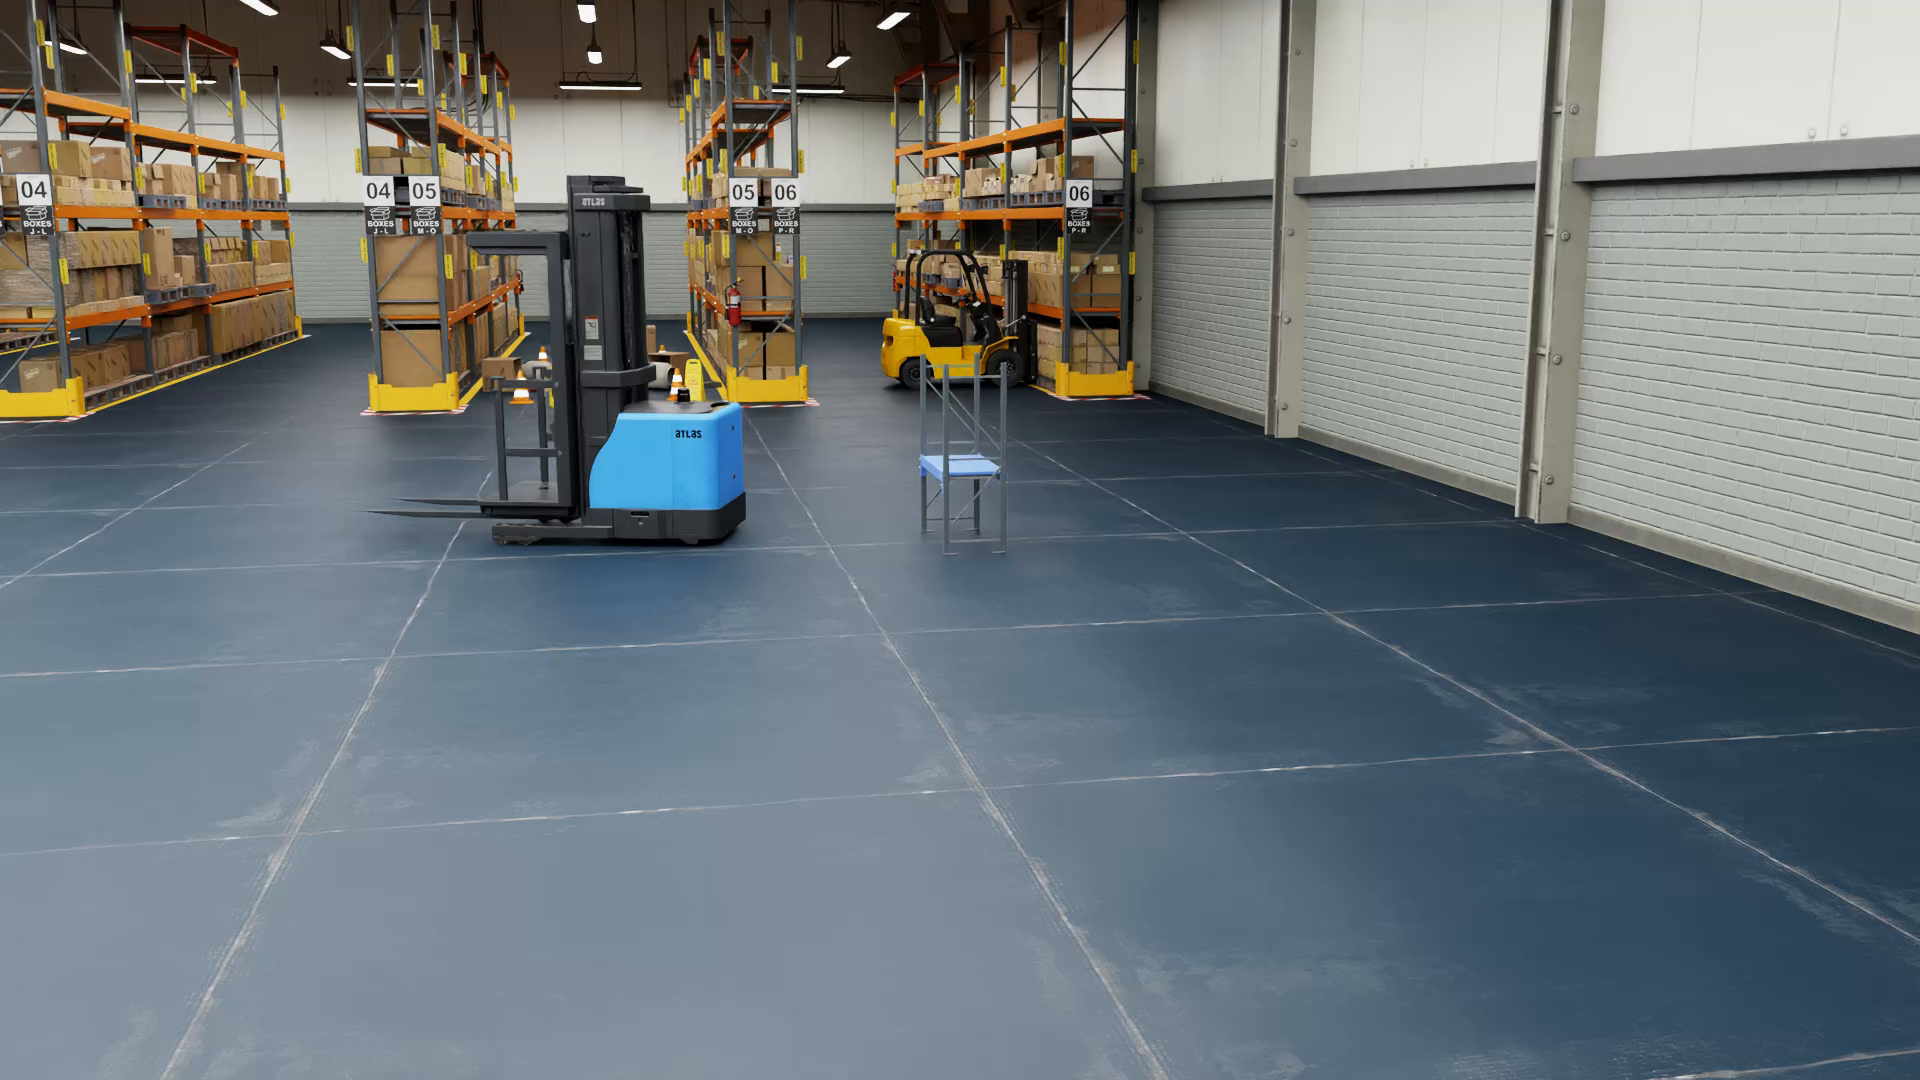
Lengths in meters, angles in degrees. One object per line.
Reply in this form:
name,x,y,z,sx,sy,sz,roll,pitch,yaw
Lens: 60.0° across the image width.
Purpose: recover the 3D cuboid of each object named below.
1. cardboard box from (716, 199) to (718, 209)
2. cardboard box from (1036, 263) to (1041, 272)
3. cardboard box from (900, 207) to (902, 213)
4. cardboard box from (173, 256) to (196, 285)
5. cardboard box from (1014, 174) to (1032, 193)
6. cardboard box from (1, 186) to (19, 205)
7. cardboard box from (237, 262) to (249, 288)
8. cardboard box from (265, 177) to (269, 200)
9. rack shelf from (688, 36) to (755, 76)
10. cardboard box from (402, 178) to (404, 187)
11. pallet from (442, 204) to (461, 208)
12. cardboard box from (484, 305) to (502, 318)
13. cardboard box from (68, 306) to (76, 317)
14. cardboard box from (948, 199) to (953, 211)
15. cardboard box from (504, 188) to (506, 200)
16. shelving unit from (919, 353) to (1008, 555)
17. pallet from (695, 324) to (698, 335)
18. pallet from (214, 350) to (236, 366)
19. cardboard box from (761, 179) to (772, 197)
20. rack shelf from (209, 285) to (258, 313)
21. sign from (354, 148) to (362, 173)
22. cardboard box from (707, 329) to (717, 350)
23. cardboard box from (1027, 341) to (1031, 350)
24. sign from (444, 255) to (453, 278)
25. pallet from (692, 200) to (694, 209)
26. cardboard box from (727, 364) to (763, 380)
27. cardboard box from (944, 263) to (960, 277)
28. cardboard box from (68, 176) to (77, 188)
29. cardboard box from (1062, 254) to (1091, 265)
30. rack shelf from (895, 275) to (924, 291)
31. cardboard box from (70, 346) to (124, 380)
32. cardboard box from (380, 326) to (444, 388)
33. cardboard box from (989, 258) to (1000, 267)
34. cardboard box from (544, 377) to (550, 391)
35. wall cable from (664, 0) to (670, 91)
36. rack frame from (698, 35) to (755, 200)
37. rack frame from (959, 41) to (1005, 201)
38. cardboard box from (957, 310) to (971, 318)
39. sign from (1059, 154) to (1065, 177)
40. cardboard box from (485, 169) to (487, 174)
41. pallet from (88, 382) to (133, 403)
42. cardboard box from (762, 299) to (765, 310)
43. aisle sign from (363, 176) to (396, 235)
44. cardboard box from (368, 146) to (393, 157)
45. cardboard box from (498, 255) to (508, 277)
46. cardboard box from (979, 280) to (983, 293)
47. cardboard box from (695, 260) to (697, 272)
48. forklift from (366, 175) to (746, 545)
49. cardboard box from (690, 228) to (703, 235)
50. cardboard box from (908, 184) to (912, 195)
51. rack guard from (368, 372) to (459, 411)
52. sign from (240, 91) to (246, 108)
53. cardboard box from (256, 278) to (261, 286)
cardboard box,-3.785,-5.484,27.135,0.380,0.149,0.250,-2,11,-11
cardboard box,1.432,-4.353,26.542,0.380,0.149,0.250,-2,11,-11
cardboard box,-1.230,-7.915,39.909,0.380,0.149,0.250,-2,11,-10
cardboard box,-13.746,-4.682,28.883,0.700,0.500,0.500,0,11,-3
cardboard box,1.193,-5.955,27.786,0.500,0.311,0.500,-2,11,-10
cardboard box,-12.884,-4.635,22.404,0.500,0.250,0.500,-2,11,-10
cardboard box,-14.427,-5.239,32.932,0.500,0.500,0.500,-2,11,-9
cardboard box,-15.508,-7.667,36.278,0.700,0.500,0.500,-3,11,-13
rack shelf,-4.765,-9.577,32.980,1.077,0.370,4.000,-2,11,-11
cardboard box,-8.251,-5.159,24.036,0.380,0.149,0.250,-2,11,-12
pallet,-8.661,-5.597,27.571,0.805,0.209,1.217,-3,11,-13
cardboard box,-9.394,-4.547,33.119,0.500,0.250,0.500,-3,11,-14
cardboard box,-12.392,-3.140,22.843,0.380,0.149,0.250,-2,11,-11
cardboard box,0.055,-6.742,33.475,0.500,0.250,0.500,-2,11,-11
cardboard box,-9.941,-7.353,35.346,0.500,0.250,0.500,-2,11,-11
shelving unit,0.017,-0.721,13.474,0.538,1.500,1.048,-2,11,-11
pallet,-5.700,-4.937,39.071,1.003,0.211,1.213,-2,11,-11
pallet,-14.176,-3.401,30.998,1.003,0.211,1.213,-2,11,-11
cardboard box,-2.657,-5.164,24.389,0.500,0.250,0.500,-2,11,-12
rack shelf,-14.486,-4.637,31.958,1.077,0.370,4.000,-2,11,-11
sign,-8.191,-5.170,22.659,0.100,0.325,0.005,-2,11,-11
cardboard box,-4.276,-3.795,31.517,0.950,0.372,0.625,-3,11,-15
cardboard box,1.345,-3.155,27.142,0.500,0.250,0.500,-2,11,-11
sign,-7.111,-3.801,23.117,0.100,0.325,0.005,-2,11,-11
pallet,-5.303,-7.297,36.230,1.003,0.211,1.213,-2,11,-11
cardboard box,-3.246,-2.515,25.117,0.500,0.250,0.500,-2,11,-11
cardboard box,-0.031,-5.479,33.739,0.500,0.250,0.500,-3,11,-14
cardboard box,-12.476,-4.956,23.025,0.380,0.149,0.250,-2,11,-9
cardboard box,1.771,-4.269,25.307,0.380,0.149,0.250,-2,11,-11
rack shelf,-0.675,-5.912,38.658,1.077,0.370,4.000,-2,11,-11
cardboard box,-13.162,-2.688,25.360,0.500,0.500,0.500,1,11,7
cardboard box,-7.853,-2.602,23.905,0.875,0.875,0.875,-2,11,-11
cardboard box,0.740,-4.990,29.890,0.380,0.149,0.250,-2,11,-13
cardboard box,-6.293,-2.460,25.911,0.396,0.266,0.258,0,11,-1
wall cable,-8.833,-13.321,43.573,2.355,3.000,0.029,-2,11,-11
rack frame,-4.376,-7.931,31.296,1.000,3.000,0.127,-2,11,-11
rack frame,0.492,-8.112,32.248,1.000,3.000,0.127,-2,11,-11
cardboard box,0.147,-4.543,33.370,0.380,0.149,0.250,-3,11,-14
sign,1.513,-5.550,24.654,0.100,0.325,0.005,-2,11,-11
cardboard box,-9.121,-6.862,31.392,0.396,0.266,0.258,-2,11,-11
pallet,-12.913,-2.174,24.551,1.003,0.211,1.213,-2,11,-11
cardboard box,-2.747,-3.508,24.779,0.380,0.149,0.250,-2,11,-10
aisle sign,-7.937,-4.571,22.736,0.394,0.787,0.004,-2,11,-11
cardboard box,-8.055,-5.364,22.985,0.380,0.149,0.250,-2,11,-10
cardboard box,-9.839,-5.814,35.156,0.500,0.500,0.500,-2,11,-12
cardboard box,0.638,-4.719,30.868,0.500,0.250,0.500,-2,11,-9
cardboard box,-5.345,-5.798,35.201,0.500,0.250,0.500,-2,11,-13
forklift,-3.384,-1.496,13.719,3.031,2.935,1.130,1,11,5
cardboard box,-6.007,-7.090,38.246,0.380,0.149,0.250,-2,11,-13
cardboard box,-0.923,-8.054,38.237,0.500,0.250,0.500,-2,11,-9
rack guard,-7.652,-2.085,23.316,1.175,0.500,0.348,-2,11,-11
sign,-14.345,-8.823,33.277,0.100,0.325,0.005,-2,11,-11
cardboard box,-14.606,-5.300,34.190,0.380,0.149,0.250,-2,11,-11
